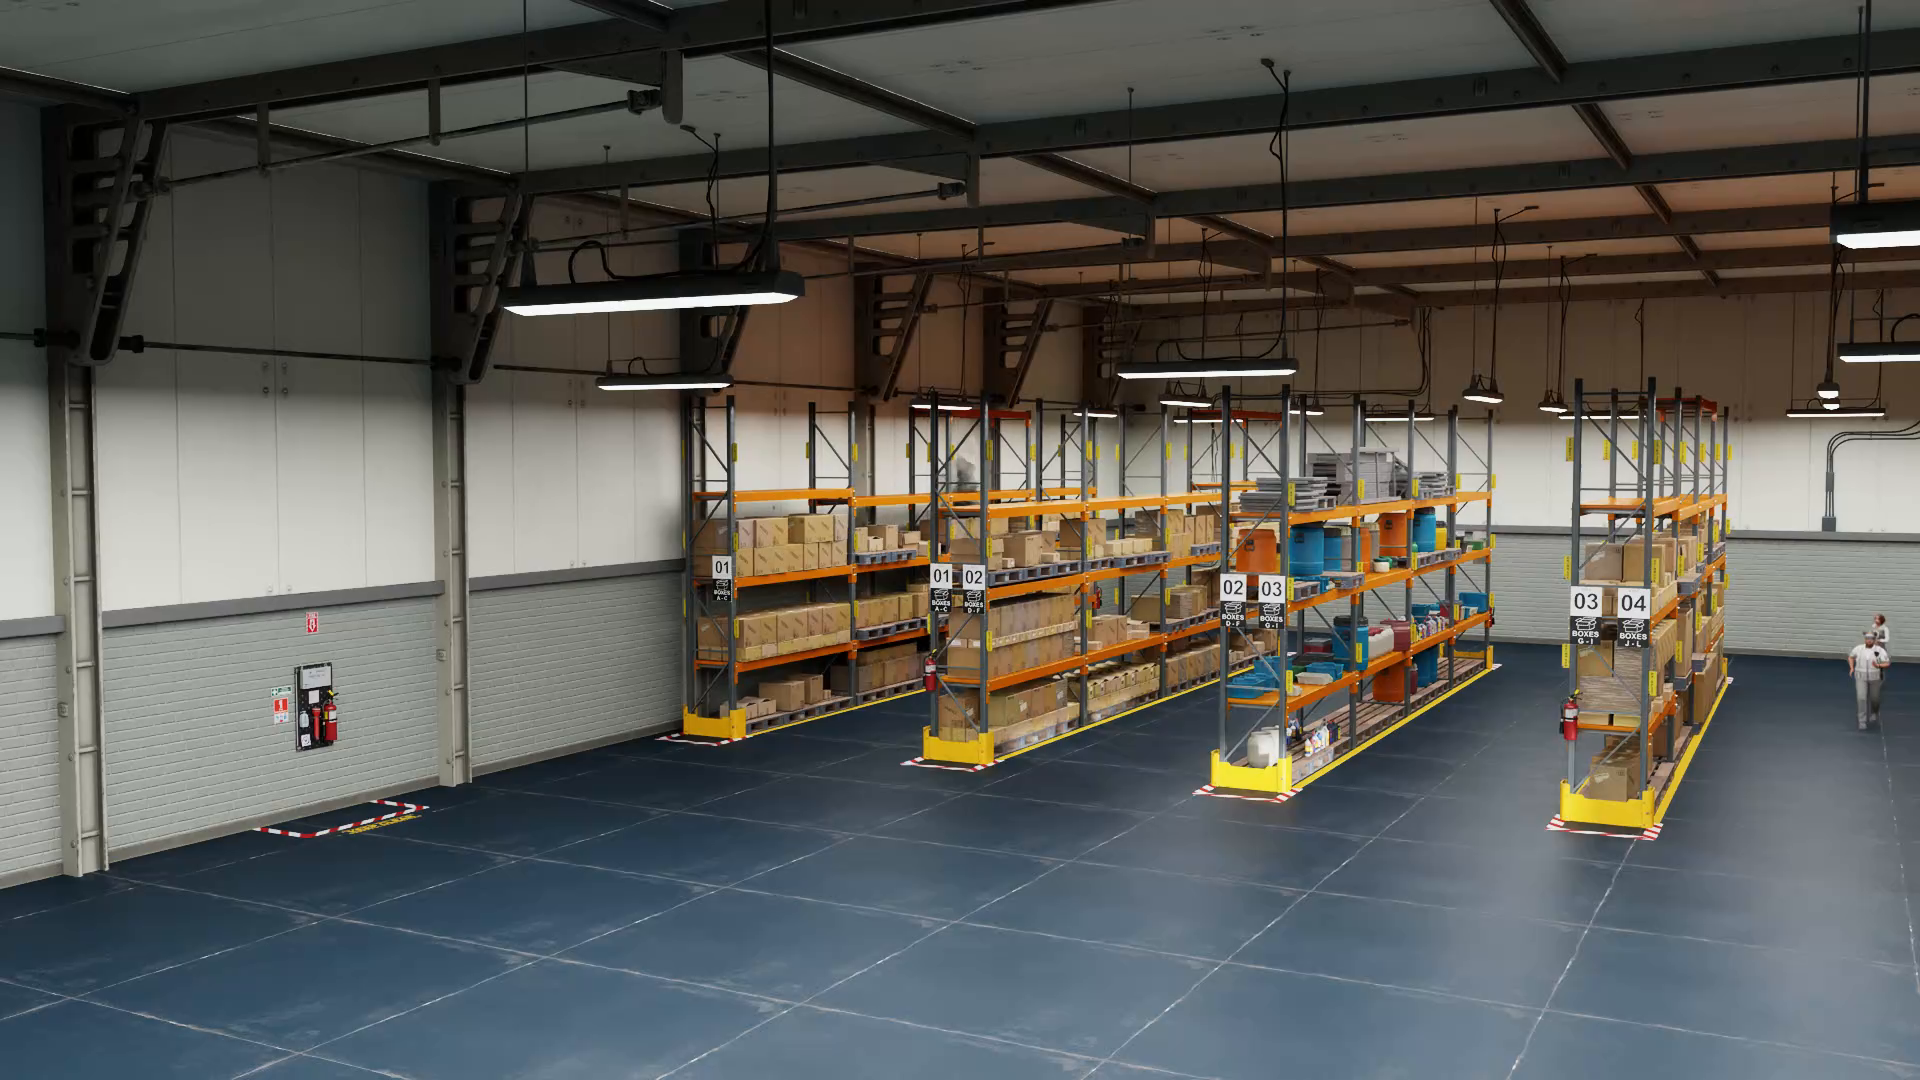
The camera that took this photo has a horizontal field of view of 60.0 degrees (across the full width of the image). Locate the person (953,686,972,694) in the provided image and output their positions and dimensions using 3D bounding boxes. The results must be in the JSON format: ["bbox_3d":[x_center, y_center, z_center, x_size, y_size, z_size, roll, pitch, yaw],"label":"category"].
[{"bbox_3d":[0.102,2.458,31.782,0.675,1.803,0.689,1,3,20],"label":"person"}]

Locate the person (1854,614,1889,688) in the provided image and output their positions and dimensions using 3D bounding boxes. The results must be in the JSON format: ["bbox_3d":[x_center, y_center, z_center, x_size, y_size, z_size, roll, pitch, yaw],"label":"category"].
[{"bbox_3d":[19.515,2.358,35.321,0.772,1.600,0.581,-2,3,-28],"label":"person"}]

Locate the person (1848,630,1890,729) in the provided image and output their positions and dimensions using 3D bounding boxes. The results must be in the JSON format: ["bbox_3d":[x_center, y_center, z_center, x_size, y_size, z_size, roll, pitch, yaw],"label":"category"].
[{"bbox_3d":[16.485,2.513,30.175,0.668,1.752,0.983,2,3,30],"label":"person"}]
